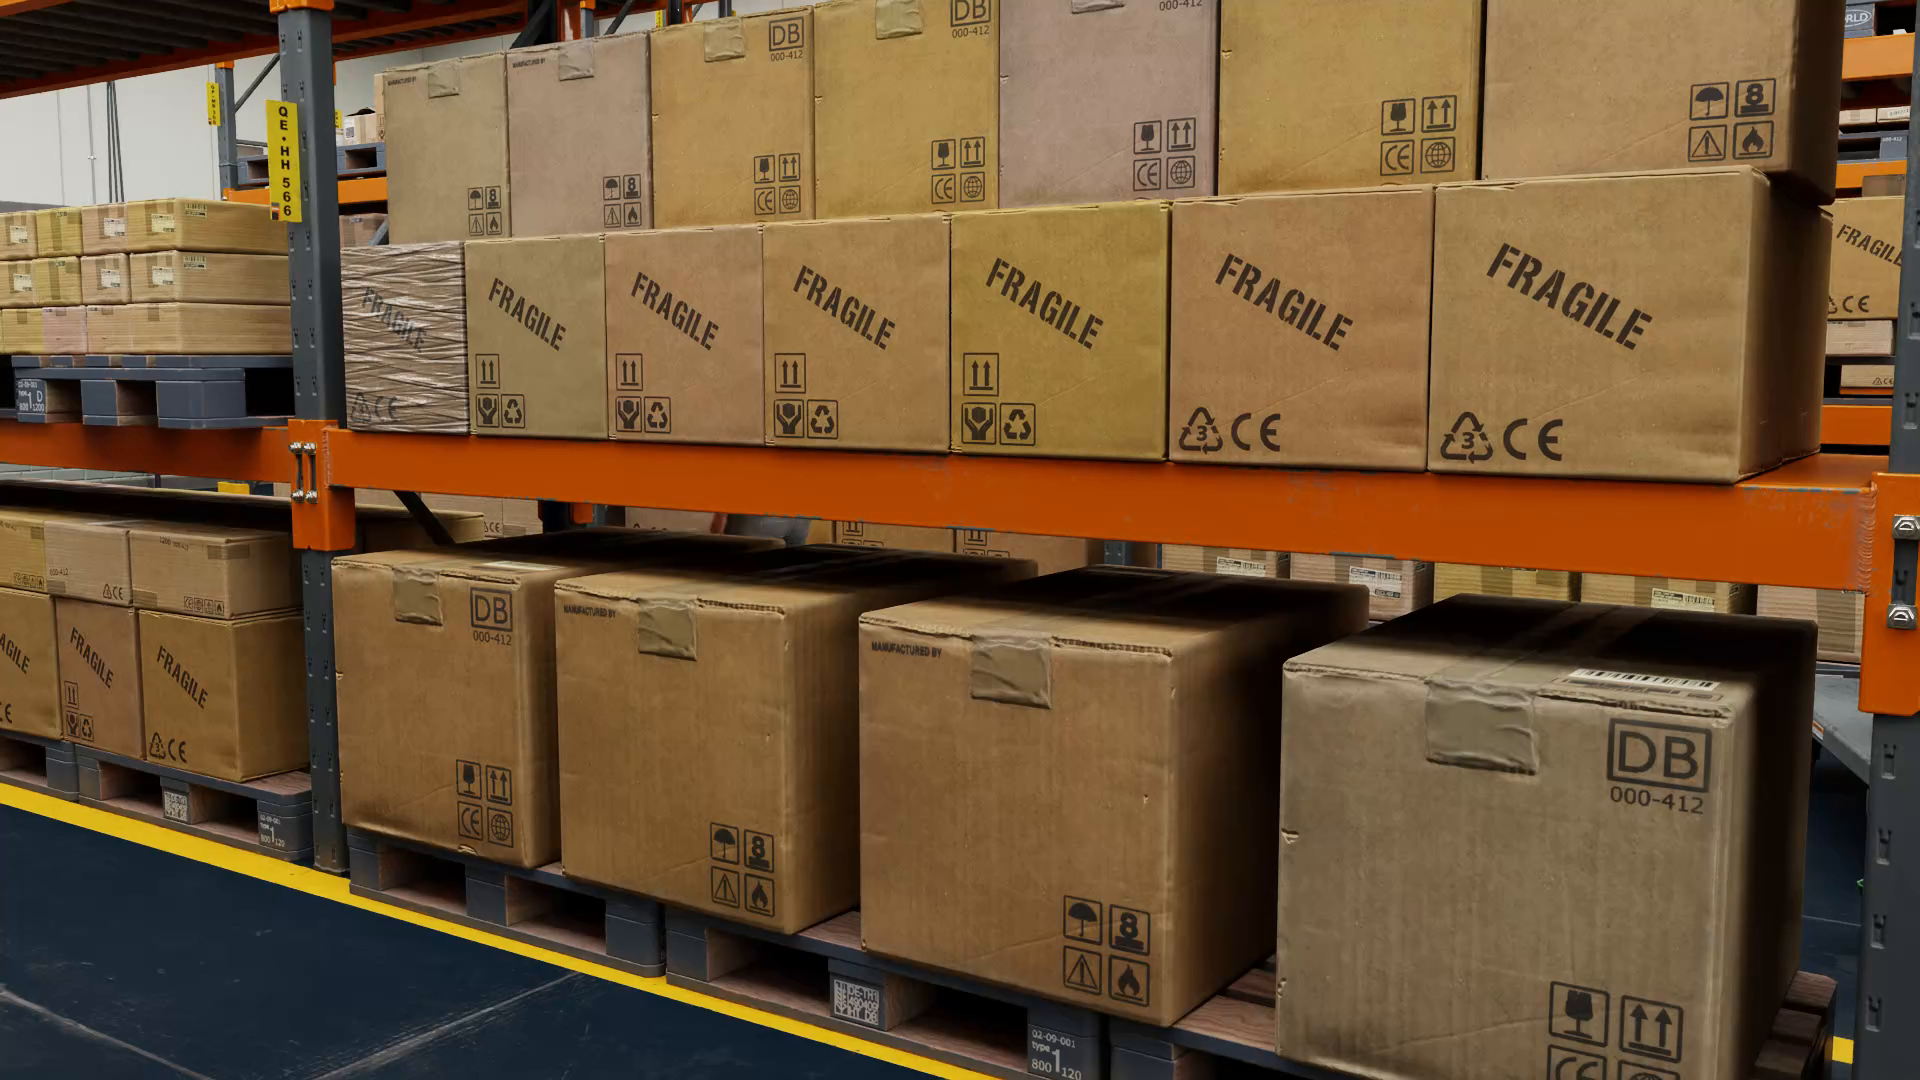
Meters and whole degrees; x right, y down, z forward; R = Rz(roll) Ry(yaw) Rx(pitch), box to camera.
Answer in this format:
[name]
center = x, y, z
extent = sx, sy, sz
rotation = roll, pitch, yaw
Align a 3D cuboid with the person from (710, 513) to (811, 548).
[person]
center = -0.833, -0.134, 6.877
extent = 0.476, 1.770, 0.585
rotation = 4, 7, 30
